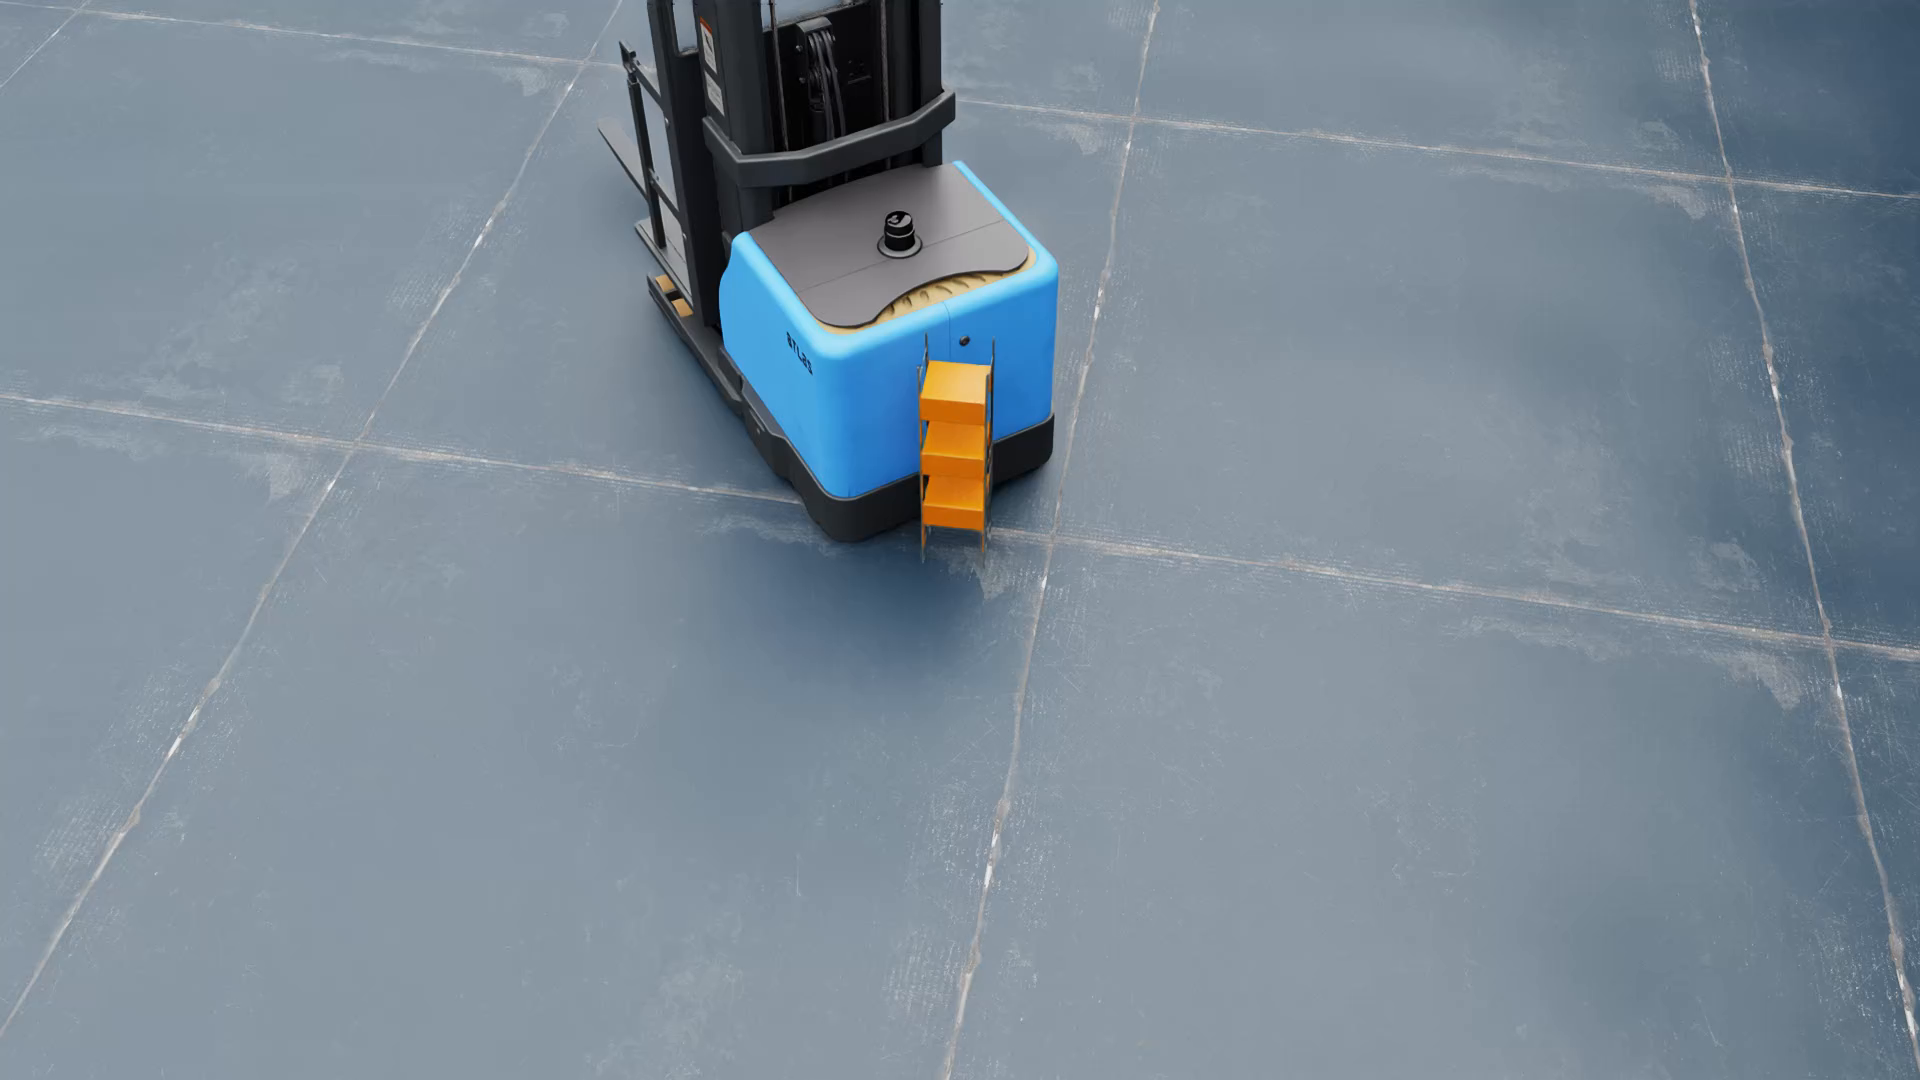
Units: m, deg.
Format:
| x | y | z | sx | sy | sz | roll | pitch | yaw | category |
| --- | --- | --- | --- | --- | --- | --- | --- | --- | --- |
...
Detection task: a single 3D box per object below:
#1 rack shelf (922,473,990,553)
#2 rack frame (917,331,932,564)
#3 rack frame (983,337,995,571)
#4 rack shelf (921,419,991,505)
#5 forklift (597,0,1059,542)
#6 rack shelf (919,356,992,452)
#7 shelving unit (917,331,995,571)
| x | y | z | sx | sy | sz | roll | pitch | yaw | category |
| --- | --- | --- | --- | --- | --- | --- | --- | --- | --- |
| -0.013 | -0.122 | 6.514 | 0.240 | 0.259 | 0.215 | 6 | 48 | 5 | rack shelf |
| -0.134 | -0.328 | 6.311 | 0.008 | 1.050 | 0.200 | 6 | 48 | 5 | rack frame |
| 0.108 | -0.302 | 6.288 | 0.008 | 1.050 | 0.200 | 6 | 48 | 5 | rack frame |
| -0.013 | -0.308 | 6.307 | 0.240 | 0.259 | 0.215 | 6 | 48 | 5 | rack shelf |
| -0.776 | -2.068 | 6.610 | 1.130 | 2.935 | 3.031 | -23 | 52 | -19 | forklift |
| -0.013 | -0.498 | 6.096 | 0.240 | 0.259 | 0.215 | 6 | 48 | 5 | rack shelf |
| -0.013 | -0.315 | 6.299 | 0.252 | 1.050 | 0.215 | 6 | 48 | 5 | shelving unit |
